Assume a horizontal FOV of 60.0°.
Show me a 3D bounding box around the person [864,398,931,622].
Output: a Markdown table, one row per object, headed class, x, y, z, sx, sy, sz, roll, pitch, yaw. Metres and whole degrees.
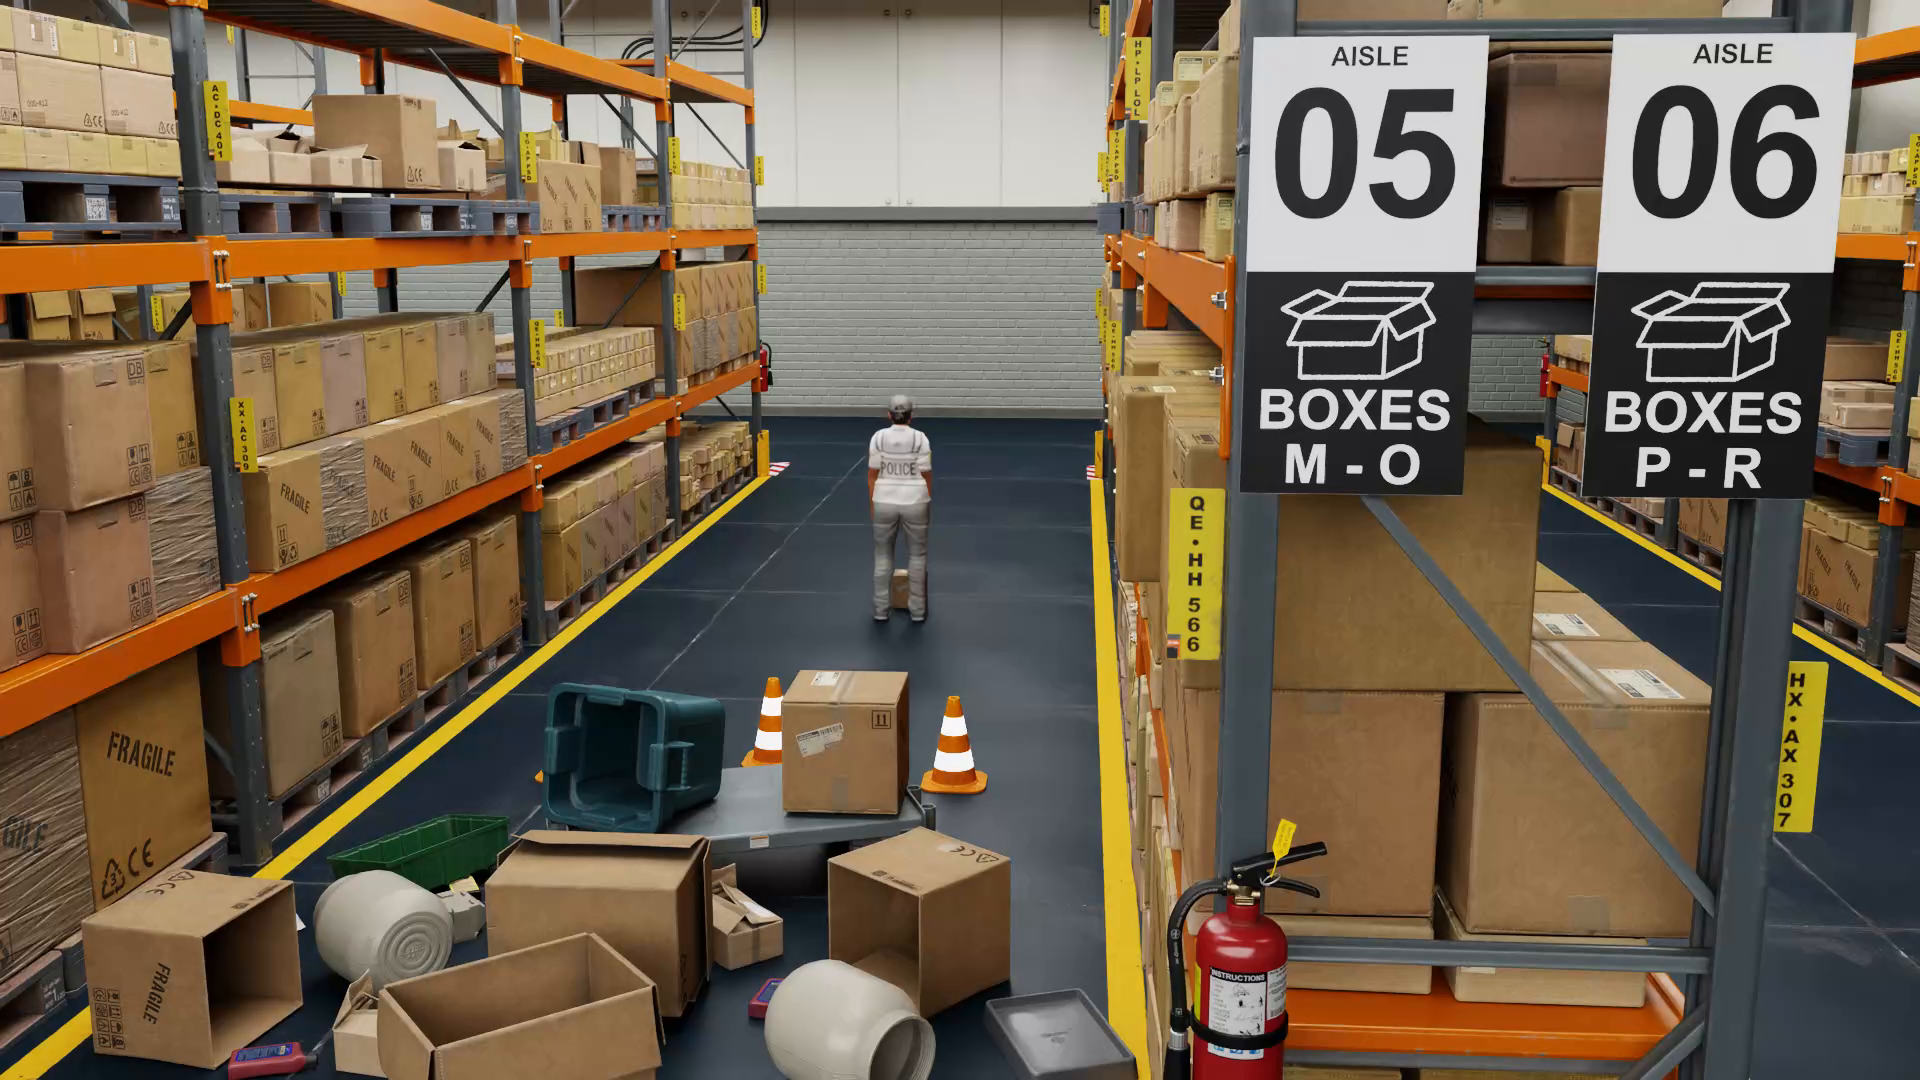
| class | x | y | z | sx | sy | sz | roll | pitch | yaw |
| --- | --- | --- | --- | --- | --- | --- | --- | --- | --- |
| person | -0.451 | -0.212 | 12.133 | 0.486 | 1.638 | 0.440 | 1 | 11 | 5 |
